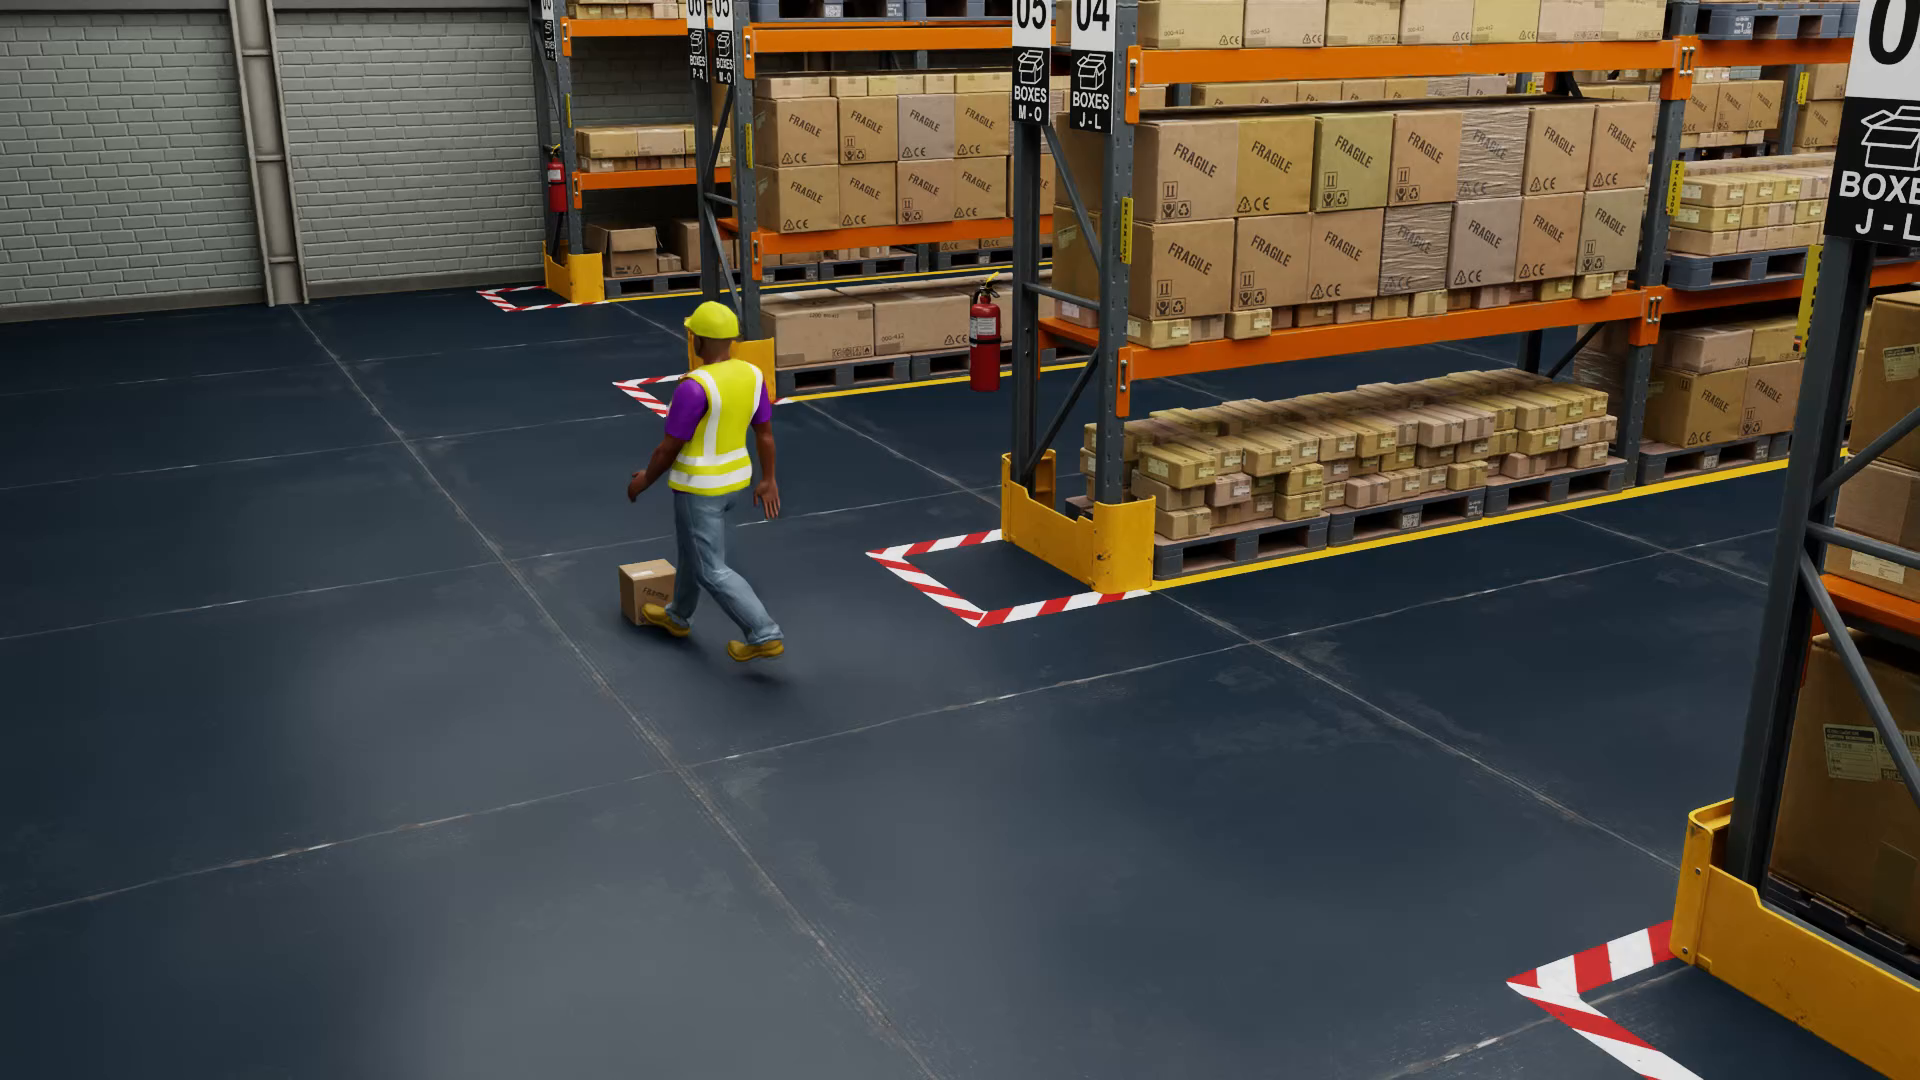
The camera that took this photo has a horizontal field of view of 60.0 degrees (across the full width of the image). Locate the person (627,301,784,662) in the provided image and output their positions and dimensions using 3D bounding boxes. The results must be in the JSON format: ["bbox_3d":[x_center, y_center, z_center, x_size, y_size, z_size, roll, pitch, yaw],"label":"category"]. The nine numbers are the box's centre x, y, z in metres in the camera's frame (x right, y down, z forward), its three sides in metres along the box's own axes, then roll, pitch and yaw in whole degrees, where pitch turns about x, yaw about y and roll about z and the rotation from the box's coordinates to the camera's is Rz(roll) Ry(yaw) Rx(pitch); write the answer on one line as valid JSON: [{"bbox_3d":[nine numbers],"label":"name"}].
[{"bbox_3d":[-1.223,-0.278,7.886,1.012,1.725,0.581,10,21,27],"label":"person"}]
